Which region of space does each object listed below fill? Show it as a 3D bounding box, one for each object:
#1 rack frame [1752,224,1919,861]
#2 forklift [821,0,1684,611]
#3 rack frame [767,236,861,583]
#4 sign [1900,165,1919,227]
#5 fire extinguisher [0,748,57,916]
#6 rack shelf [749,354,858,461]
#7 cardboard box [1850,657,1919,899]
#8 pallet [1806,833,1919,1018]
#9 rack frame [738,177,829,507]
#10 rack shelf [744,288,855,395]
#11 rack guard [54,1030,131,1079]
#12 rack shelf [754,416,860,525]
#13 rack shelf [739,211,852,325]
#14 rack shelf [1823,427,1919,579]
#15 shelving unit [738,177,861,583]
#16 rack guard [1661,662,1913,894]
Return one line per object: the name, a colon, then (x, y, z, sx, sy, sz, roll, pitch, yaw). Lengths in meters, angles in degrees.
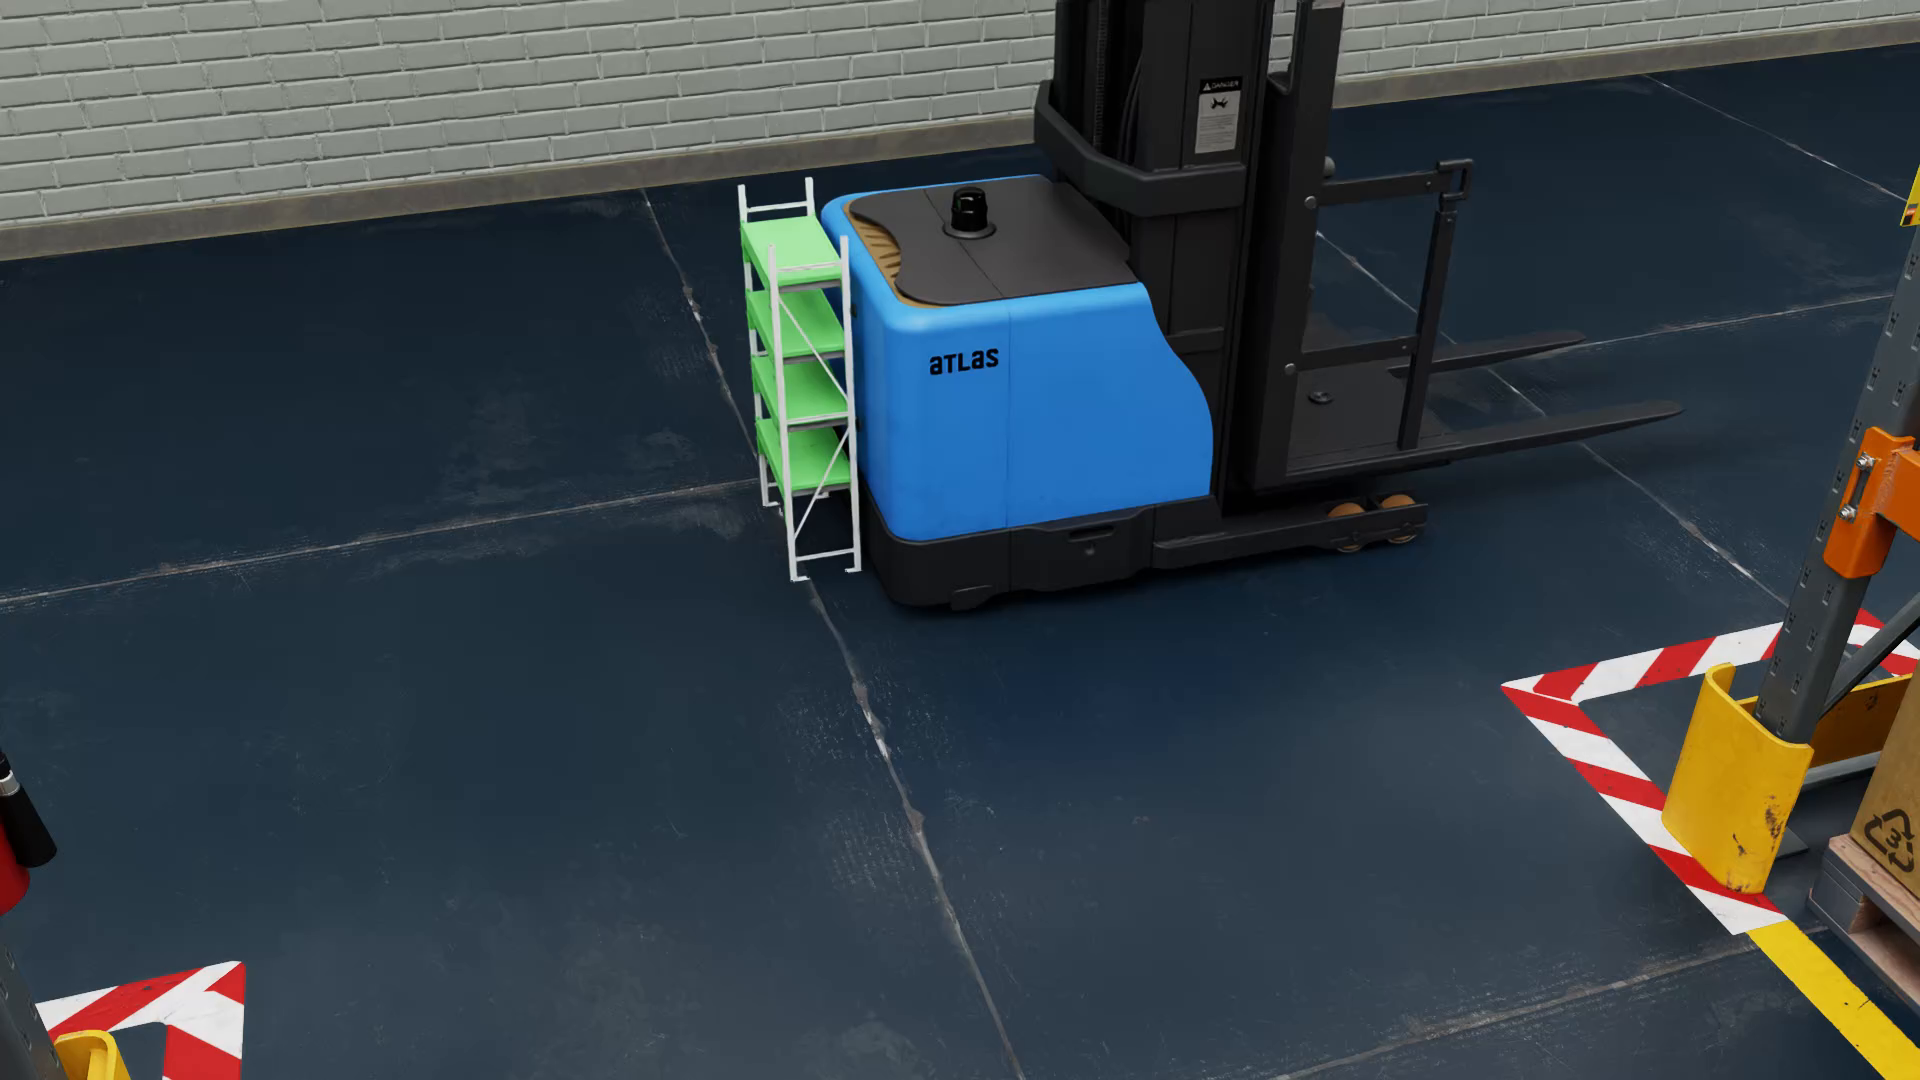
rack frame: (2.530, -0.491, 3.772, 1.000, 3.000, 0.127, -10, 35, -15)
forklift: (1.099, -1.450, 5.286, 3.031, 2.935, 1.130, -9, 35, -14)
rack frame: (-0.449, -0.382, 5.239, 0.240, 1.200, 0.015, -9, 35, -14)
sign: (2.000, -0.795, 3.375, 0.100, 0.325, 0.005, -10, 35, -15)
fire extinguisher: (-1.800, 0.374, 2.871, 0.296, 0.674, 0.183, -10, 35, -15)
rack shelf: (-0.519, -0.457, 5.470, 0.258, 0.148, 0.480, -9, 35, -14)
cardboard box: (2.802, 0.543, 3.754, 0.875, 0.875, 0.875, -10, 35, -15)
pallet: (2.849, 1.079, 3.926, 1.003, 0.211, 1.213, -10, 35, -15)
rack frame: (-0.588, -0.640, 5.630, 0.240, 1.200, 0.015, -9, 35, -14)
rack shelf: (-0.519, -0.658, 5.337, 0.258, 0.148, 0.480, -9, 35, -14)
rack guard: (-2.206, 1.374, 3.217, 1.175, 0.500, 0.348, -10, 35, -15)
rack shelf: (-0.518, -0.257, 5.602, 0.258, 0.148, 0.480, -9, 35, -14)
rack shelf: (-0.519, -0.858, 5.205, 0.258, 0.148, 0.480, -9, 35, -14)
rack shelf: (3.140, 0.859, 2.382, 1.077, 0.370, 4.000, -10, 35, -15)
shelving unit: (-0.519, -0.511, 5.434, 0.258, 1.200, 0.503, -9, 35, -14)
rack guard: (2.523, 0.539, 4.481, 1.175, 0.500, 0.348, -10, 35, -15)
